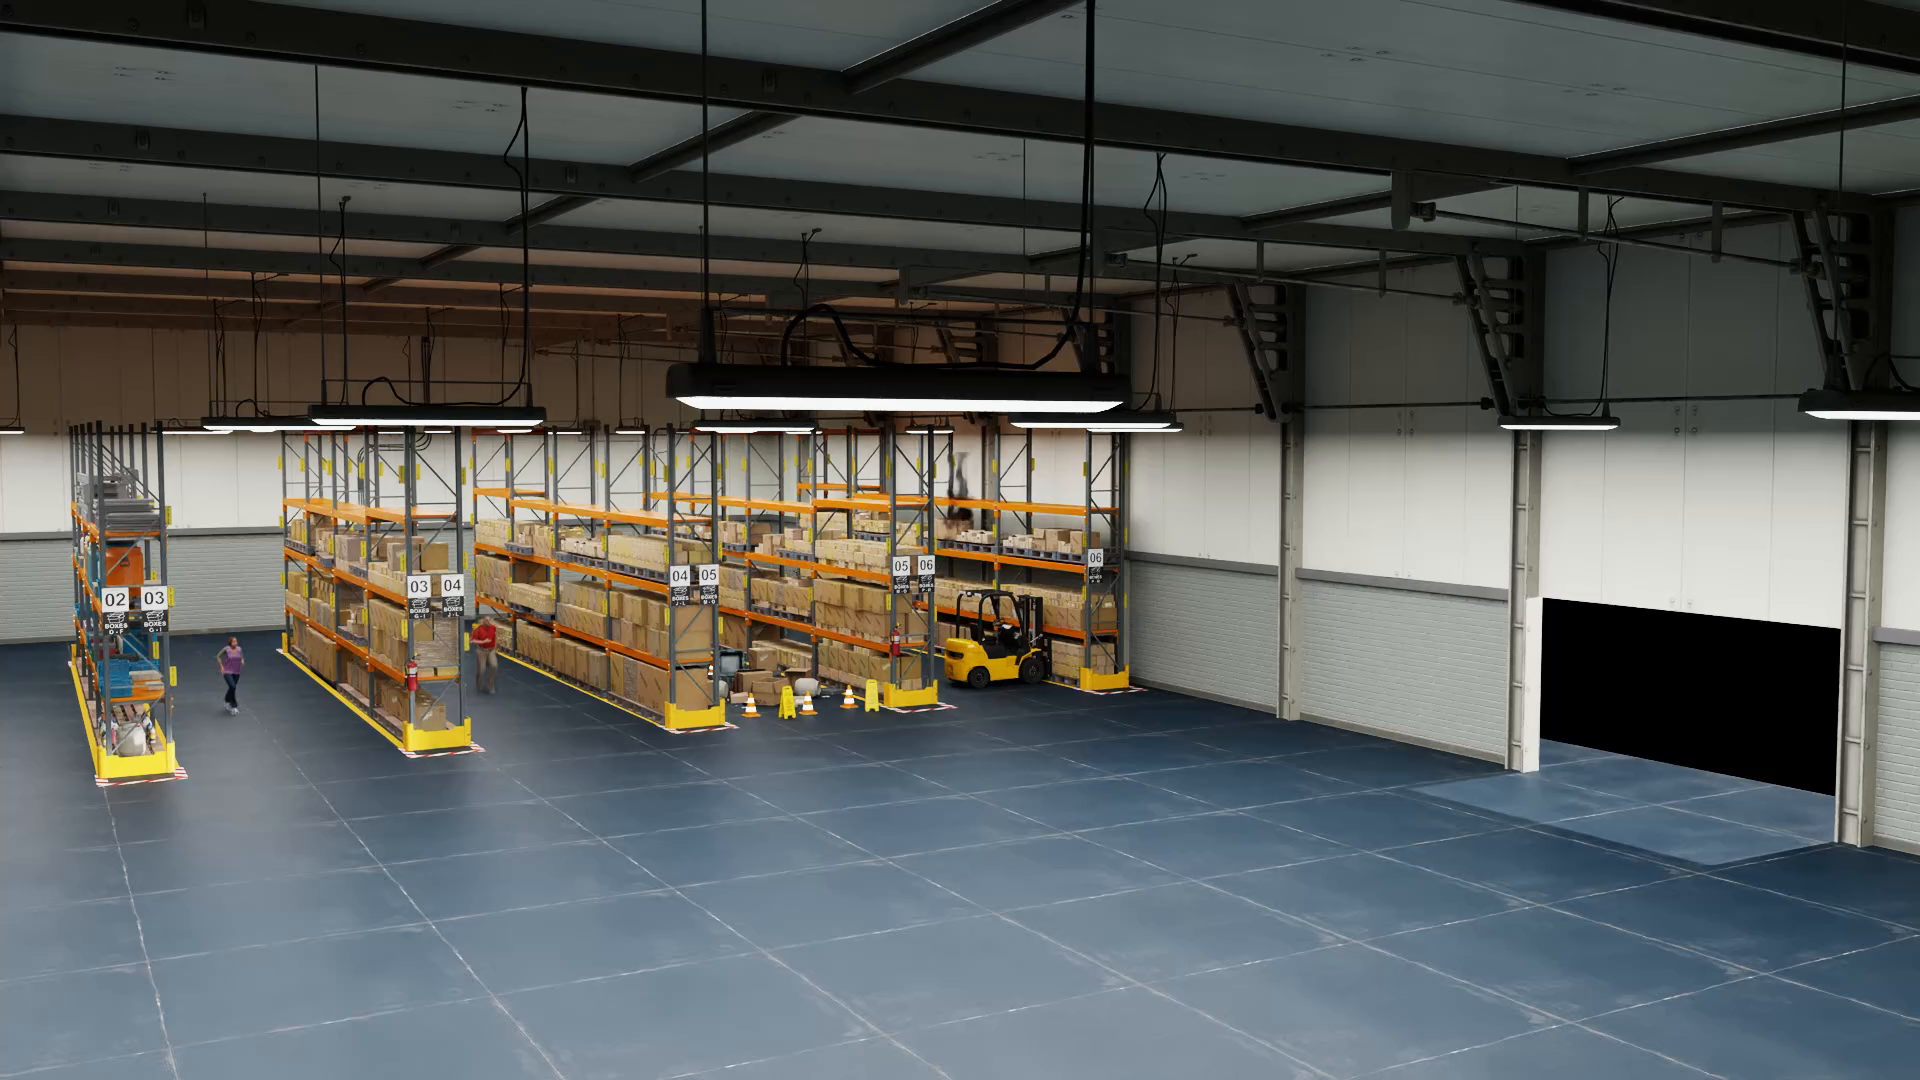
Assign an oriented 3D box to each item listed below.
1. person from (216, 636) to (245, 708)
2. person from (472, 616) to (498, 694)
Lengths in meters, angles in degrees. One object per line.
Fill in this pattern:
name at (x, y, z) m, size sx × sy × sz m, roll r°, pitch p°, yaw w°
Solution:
person at (-15.135, 2.730, 34.557) m, size 0.832 × 1.480 × 0.475 m, roll 3°, pitch 4°, yaw 38°
person at (-10.655, 2.575, 37.307) m, size 0.686 × 1.780 × 0.876 m, roll -3°, pitch 5°, yaw -42°
